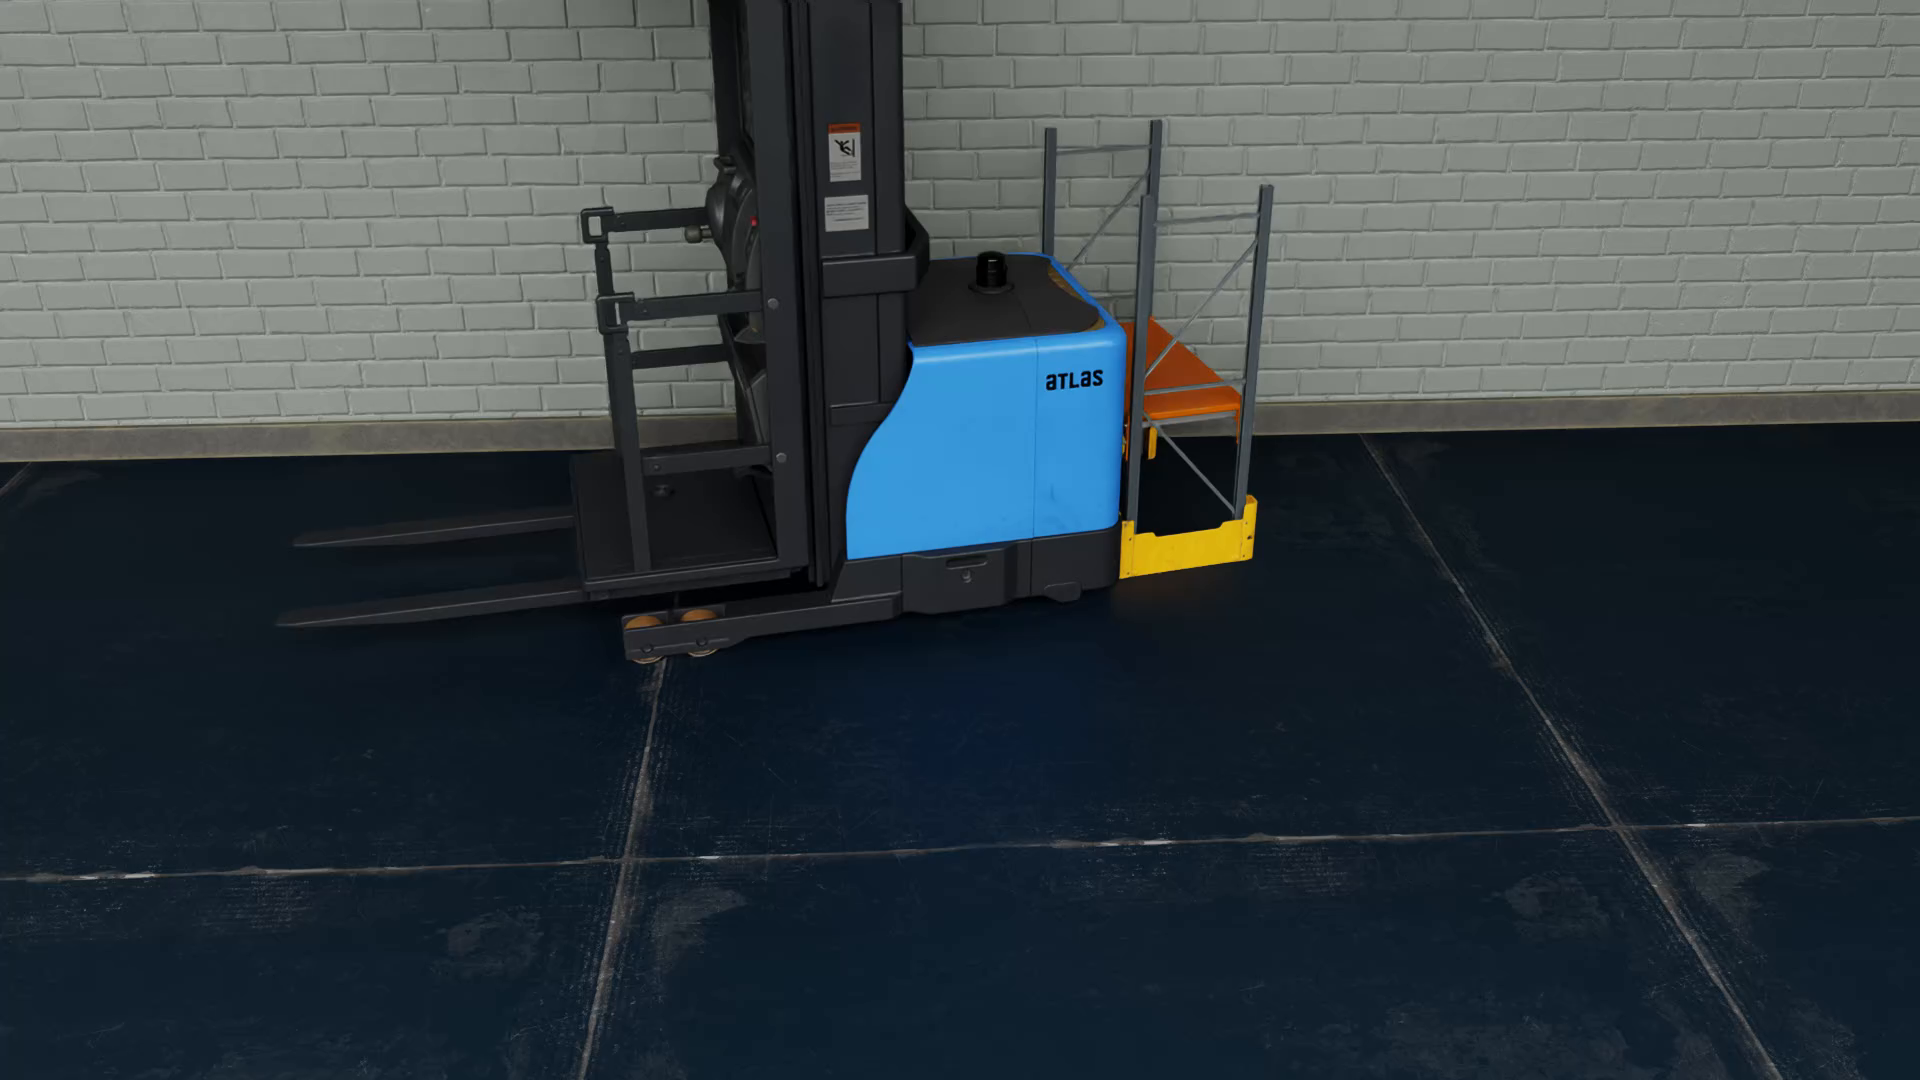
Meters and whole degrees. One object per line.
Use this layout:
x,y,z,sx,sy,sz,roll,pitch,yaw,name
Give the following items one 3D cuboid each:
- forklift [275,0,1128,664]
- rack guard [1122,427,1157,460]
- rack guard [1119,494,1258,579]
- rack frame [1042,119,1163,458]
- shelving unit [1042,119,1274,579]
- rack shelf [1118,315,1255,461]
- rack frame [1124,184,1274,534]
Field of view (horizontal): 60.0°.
-0.966,-1.131,5.748,3.031,2.935,1.130,-7,28,-13,forklift
0.589,-0.456,7.355,0.587,0.250,0.087,-8,29,-15,rack guard
0.875,-0.015,6.509,0.587,0.250,0.087,-8,29,-15,rack guard
0.584,-1.019,7.082,0.500,1.500,0.032,-8,29,-15,rack frame
0.732,-0.790,6.643,0.587,1.500,1.083,-8,29,-15,shelving unit
0.730,-0.634,6.733,0.538,0.185,1.000,-8,29,-15,rack shelf
0.875,-0.569,6.218,0.500,1.500,0.032,-8,29,-15,rack frame
